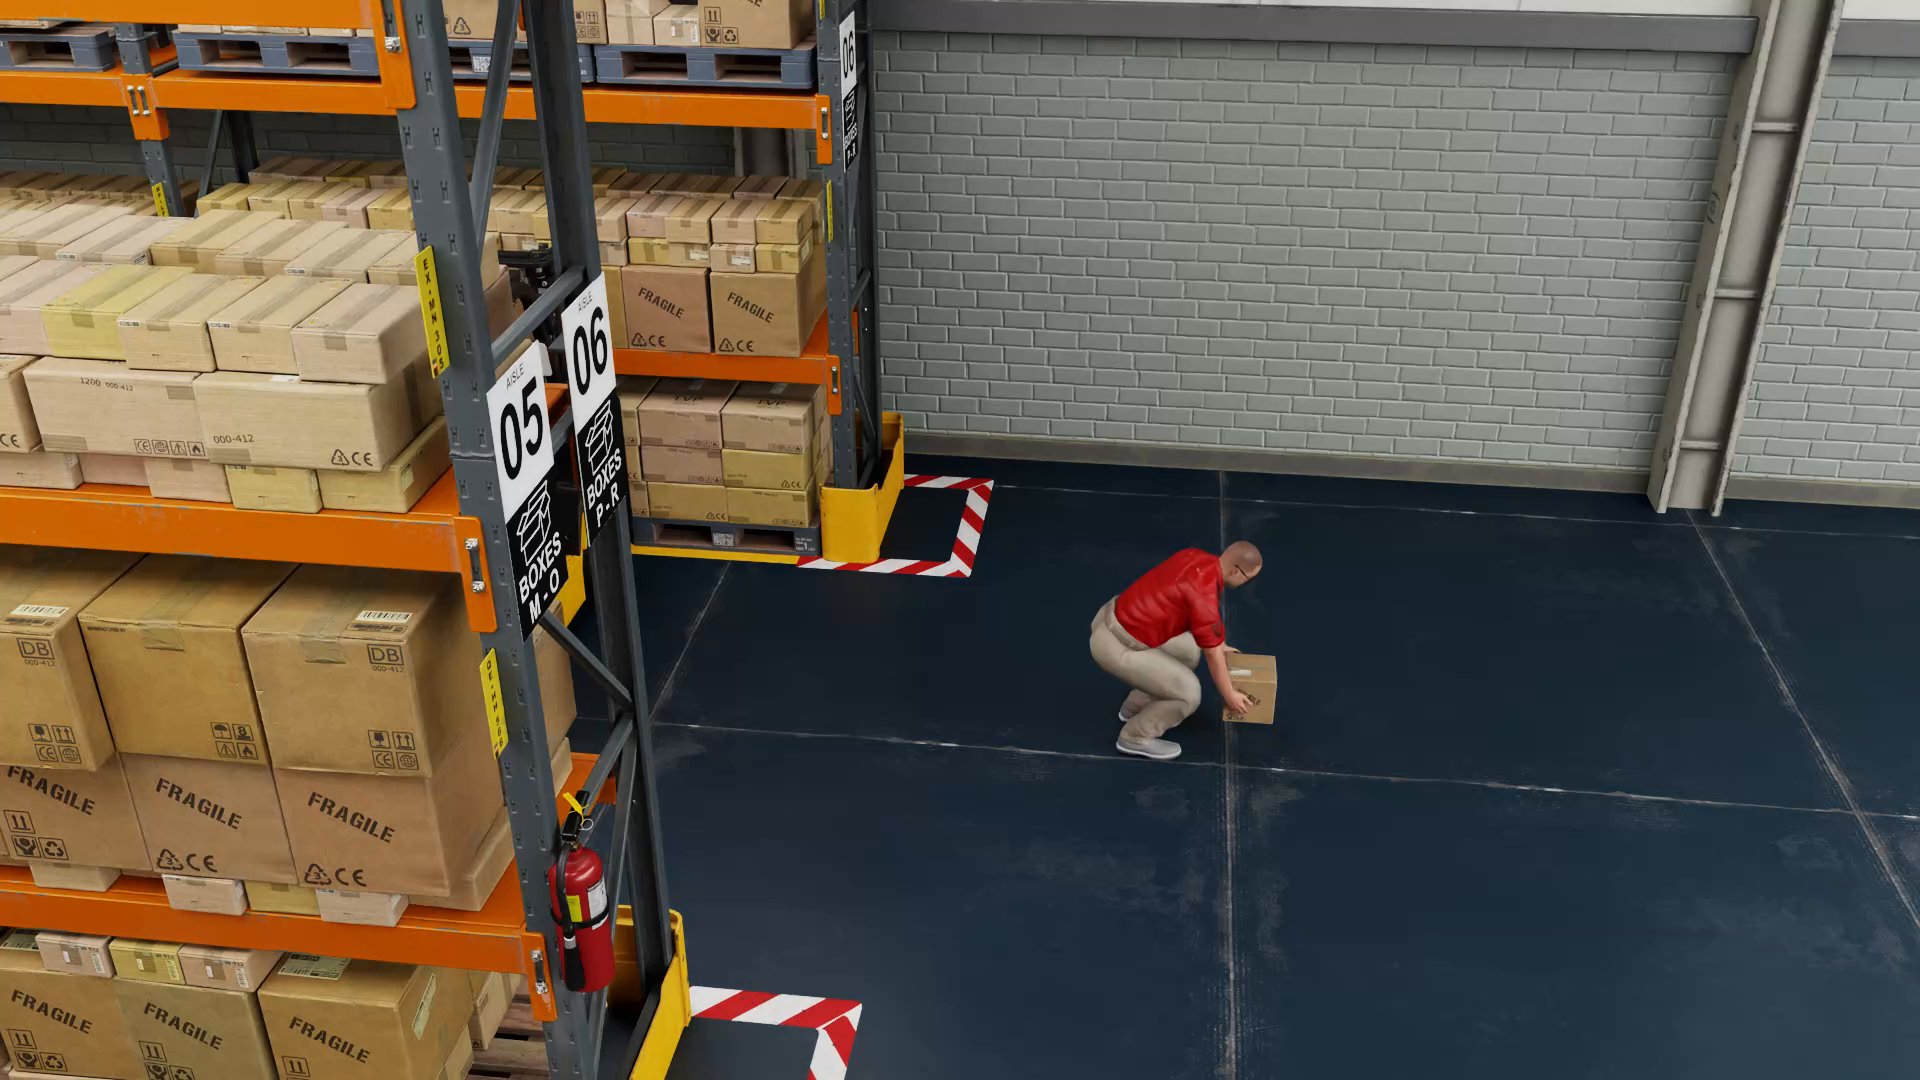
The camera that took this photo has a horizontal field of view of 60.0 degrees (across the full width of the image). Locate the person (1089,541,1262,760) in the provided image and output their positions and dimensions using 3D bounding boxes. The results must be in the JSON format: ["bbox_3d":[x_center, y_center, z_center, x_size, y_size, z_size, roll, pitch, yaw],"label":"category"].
[{"bbox_3d":[1.065,0.504,8.339,0.821,1.130,0.577,3,28,6],"label":"person"}]
